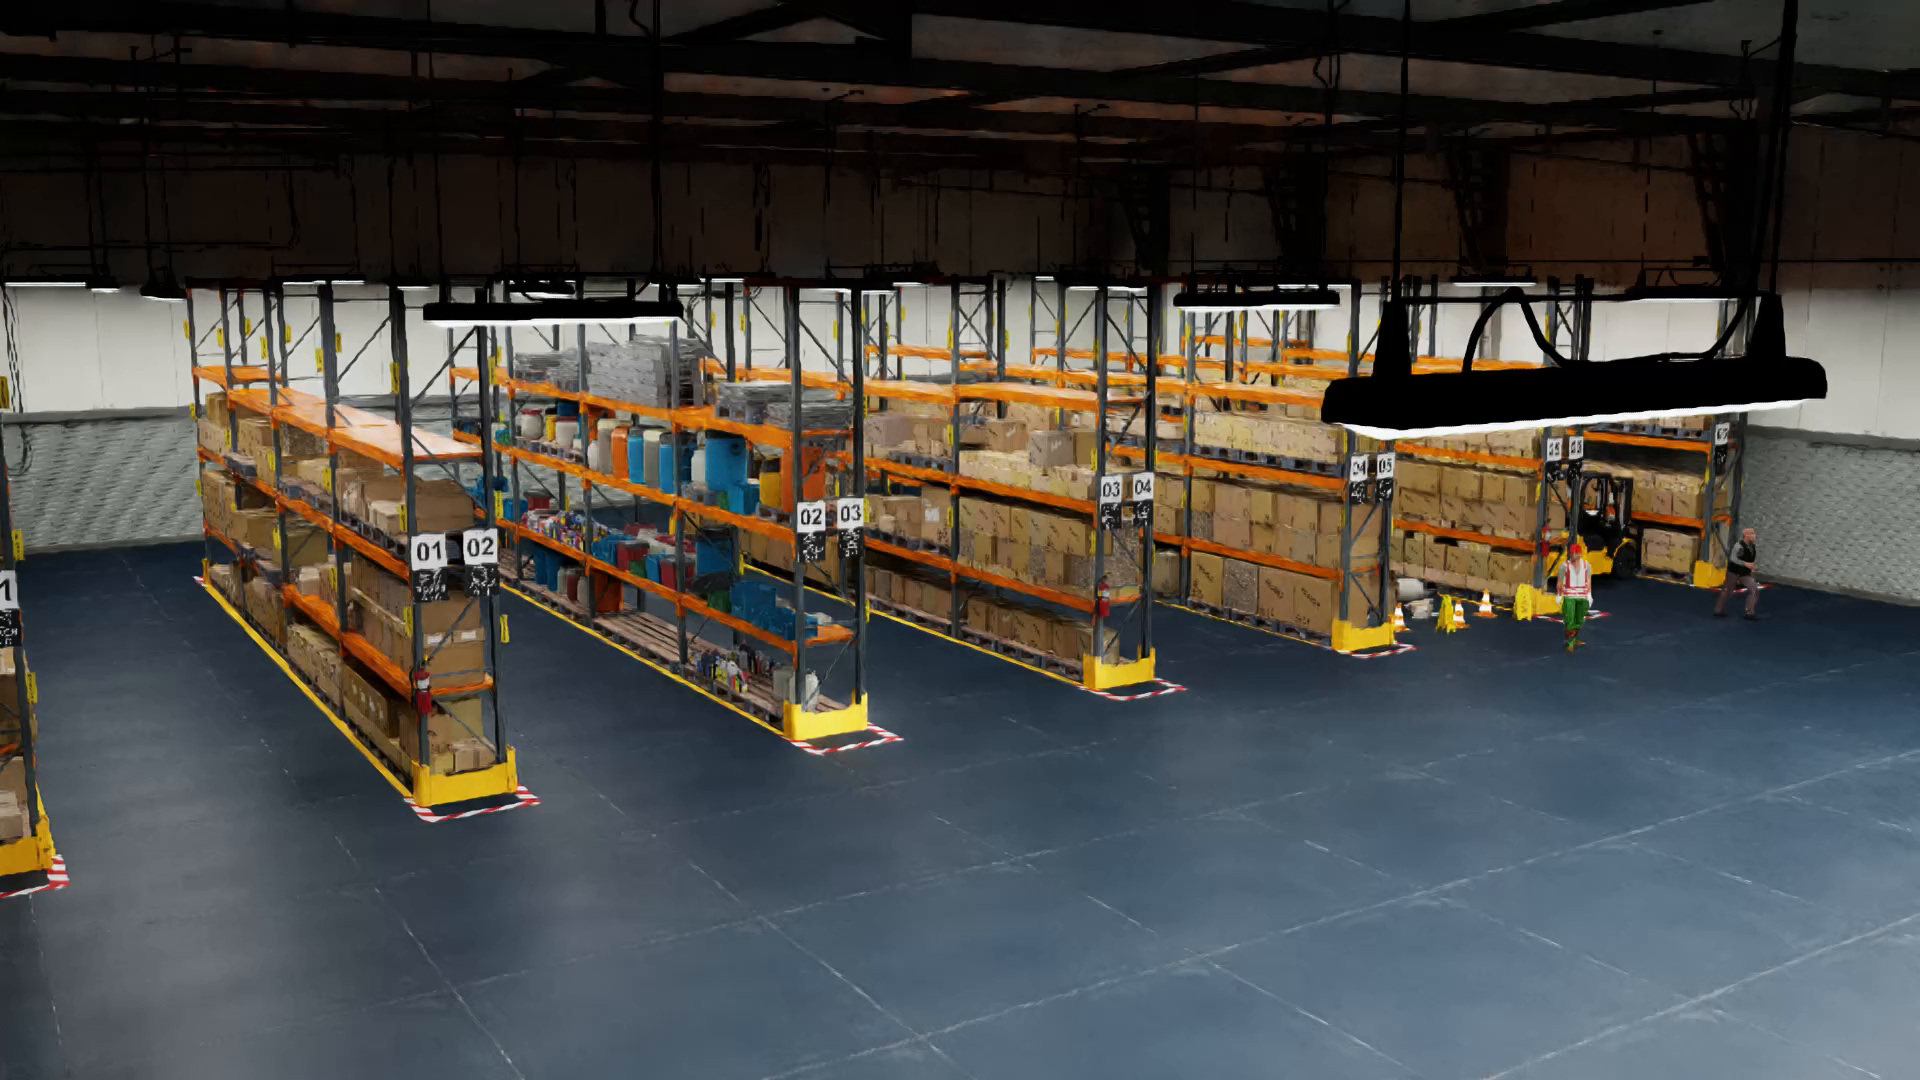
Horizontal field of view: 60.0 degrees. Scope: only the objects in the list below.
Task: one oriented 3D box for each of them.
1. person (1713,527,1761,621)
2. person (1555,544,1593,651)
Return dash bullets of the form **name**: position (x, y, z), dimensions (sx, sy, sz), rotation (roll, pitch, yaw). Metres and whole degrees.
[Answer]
- **person**: position (13.871, 0.584, 29.548), dimensions (0.680, 1.658, 0.866), rotation (-5, 11, -26)
- **person**: position (10.063, 0.915, 27.270), dimensions (0.579, 1.775, 0.564), rotation (1, 10, 3)
